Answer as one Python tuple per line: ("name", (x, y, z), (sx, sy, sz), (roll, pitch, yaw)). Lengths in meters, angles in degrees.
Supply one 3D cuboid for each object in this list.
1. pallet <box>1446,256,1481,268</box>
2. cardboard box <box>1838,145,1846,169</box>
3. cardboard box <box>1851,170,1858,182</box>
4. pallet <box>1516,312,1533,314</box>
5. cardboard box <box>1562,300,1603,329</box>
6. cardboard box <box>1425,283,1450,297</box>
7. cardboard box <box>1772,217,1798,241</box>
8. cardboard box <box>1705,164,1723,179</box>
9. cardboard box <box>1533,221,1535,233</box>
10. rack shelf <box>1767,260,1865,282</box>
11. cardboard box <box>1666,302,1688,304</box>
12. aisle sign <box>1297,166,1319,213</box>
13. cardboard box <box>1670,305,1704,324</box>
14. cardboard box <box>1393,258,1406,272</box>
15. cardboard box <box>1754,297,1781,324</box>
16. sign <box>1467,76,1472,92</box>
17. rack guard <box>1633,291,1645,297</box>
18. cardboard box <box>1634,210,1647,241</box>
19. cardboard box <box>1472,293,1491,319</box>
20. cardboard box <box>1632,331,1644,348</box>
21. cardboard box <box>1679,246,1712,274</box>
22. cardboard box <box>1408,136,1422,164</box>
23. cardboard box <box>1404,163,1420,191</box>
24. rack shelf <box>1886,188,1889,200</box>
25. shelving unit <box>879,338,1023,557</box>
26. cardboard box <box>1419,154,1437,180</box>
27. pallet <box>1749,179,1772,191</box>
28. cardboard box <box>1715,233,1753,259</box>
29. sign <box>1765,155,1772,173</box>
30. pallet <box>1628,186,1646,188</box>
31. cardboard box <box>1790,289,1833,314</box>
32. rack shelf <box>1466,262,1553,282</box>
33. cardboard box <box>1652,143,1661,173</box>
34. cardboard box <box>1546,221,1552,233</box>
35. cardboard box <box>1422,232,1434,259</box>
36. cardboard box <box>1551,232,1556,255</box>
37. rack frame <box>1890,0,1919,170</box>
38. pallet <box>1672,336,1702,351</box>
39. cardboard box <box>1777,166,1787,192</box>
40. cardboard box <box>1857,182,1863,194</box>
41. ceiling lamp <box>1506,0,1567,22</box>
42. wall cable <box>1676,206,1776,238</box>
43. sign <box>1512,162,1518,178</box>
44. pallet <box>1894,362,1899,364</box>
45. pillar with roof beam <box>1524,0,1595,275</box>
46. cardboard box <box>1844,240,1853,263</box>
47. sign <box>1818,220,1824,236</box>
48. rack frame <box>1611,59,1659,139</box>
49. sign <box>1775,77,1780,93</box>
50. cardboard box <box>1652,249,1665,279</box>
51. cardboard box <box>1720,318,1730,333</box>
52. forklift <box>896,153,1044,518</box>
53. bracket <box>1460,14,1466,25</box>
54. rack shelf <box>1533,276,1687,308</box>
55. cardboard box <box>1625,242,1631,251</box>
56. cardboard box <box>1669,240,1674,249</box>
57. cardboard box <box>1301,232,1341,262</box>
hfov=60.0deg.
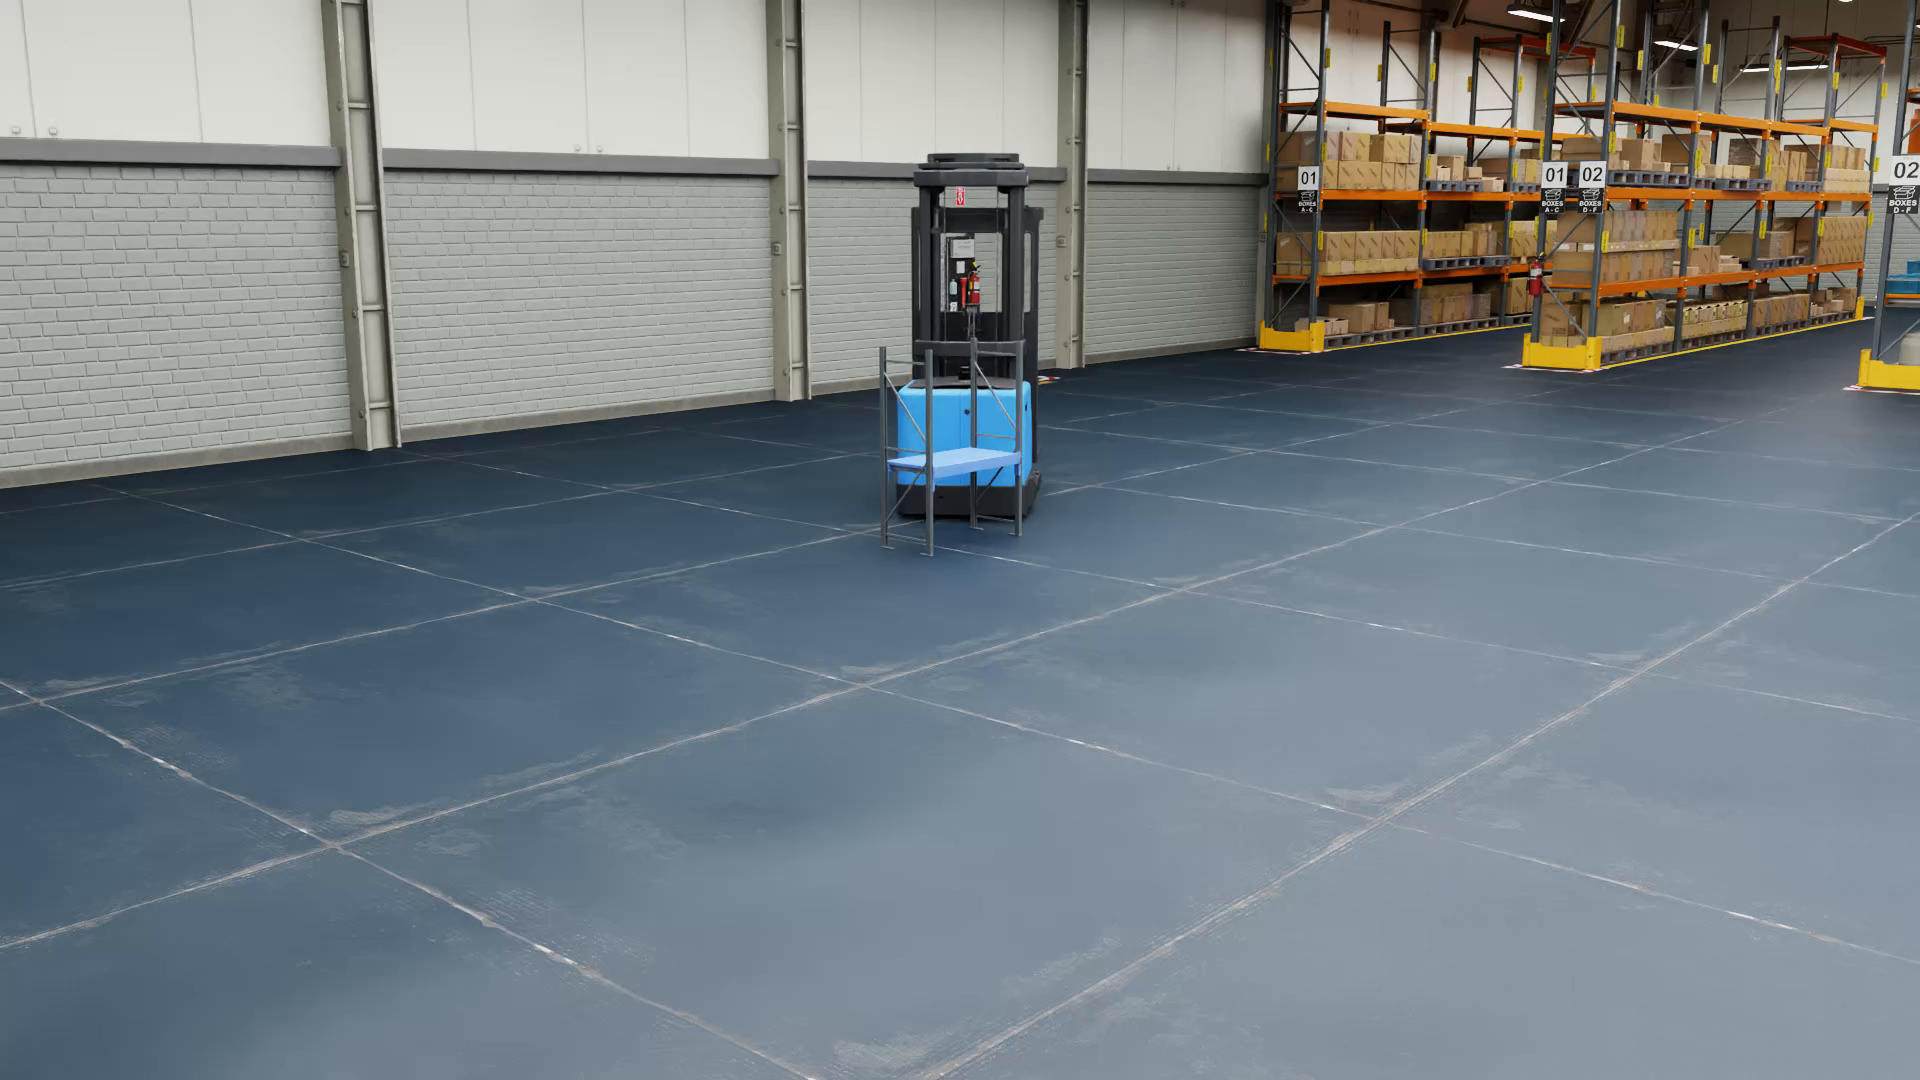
("pallet", (9.898, -5.673, 33.944), (1.003, 0.211, 1.213), (10, 15, 40))
("cardboard box", (18.593, -8.228, 35.782), (0.700, 0.500, 0.500), (10, 15, 40))
("cardboard box", (19.369, -7.988, 36.493), (0.500, 0.250, 0.500), (10, 15, 40))
("pallet", (12.557, -4.981, 37.109), (1.003, 0.211, 1.213), (10, 15, 40))
("cardboard box", (10.397, -3.738, 27.801), (0.500, 0.500, 0.500), (10, 15, 40))
("cardboard box", (9.636, -5.085, 33.857), (0.500, 0.250, 0.500), (9, 15, 39))
("cardboard box", (17.678, -6.659, 35.584), (0.500, 0.500, 0.500), (10, 15, 41))
("cardboard box", (13.566, -6.711, 30.308), (0.500, 0.250, 0.500), (8, 14, 36))
("cardboard box", (12.349, -6.822, 36.230), (0.500, 0.250, 0.500), (10, 15, 41))
("rack shelf", (18.859, -5.953, 36.696), (1.077, 0.370, 4.000), (10, 15, 40))
("cardboard box", (13.314, -4.288, 31.037), (0.500, 0.311, 0.500), (10, 15, 40))
("aisle sign", (6.071, -6.112, 29.015), (0.394, 0.787, 0.004), (10, 15, 40))
("cardboard box", (13.052, -4.069, 29.941), (0.500, 0.311, 0.500), (10, 15, 40))
("cardboard box", (8.114, -5.230, 31.569), (0.500, 0.250, 0.500), (10, 15, 41))
("cardboard box", (16.089, -4.594, 33.313), (0.500, 0.500, 0.500), (10, 15, 40))
("sign", (10.755, -9.612, 35.071), (0.100, 0.325, 0.005), (10, 15, 40))
("rack guard", (16.471, -6.018, 41.565), (1.175, 0.500, 0.348), (10, 15, 40))
("cardboard box", (10.976, -5.232, 27.682), (0.700, 0.500, 0.500), (10, 15, 40))
("cardboard box", (10.738, -4.940, 35.047), (0.700, 0.500, 0.500), (10, 15, 41))
("cardboard box", (11.130, -3.374, 27.896), (0.500, 0.250, 0.500), (10, 15, 40))
("cardboard box", (13.455, -5.146, 30.561), (0.500, 0.500, 0.500), (10, 15, 40))
("cardboard box", (8.407, -7.386, 31.515), (0.500, 0.500, 0.500), (8, 14, 36))
("cardboard box", (8.385, -6.898, 31.624), (0.500, 0.500, 0.500), (10, 15, 42))
("rack shelf", (14.656, -5.018, 24.353), (1.077, 0.370, 4.000), (10, 15, 40))
("shelving unit", (-0.056, -0.723, 12.501), (0.538, 1.500, 1.048), (10, 15, 40))
("cardboard box", (8.955, -7.271, 32.469), (0.500, 0.500, 0.500), (-9, 15, -39))
("pallet", (14.517, -6.690, 31.373), (1.213, 0.211, 1.003), (11, 16, 43))
("cardboard box", (15.229, -5.785, 32.692), (0.700, 0.500, 0.500), (4, 12, 21))
("sign", (15.309, -7.114, 31.488), (0.100, 0.325, 0.005), (10, 15, 40))
("pallet", (15.973, -8.557, 40.464), (1.003, 0.211, 1.213), (10, 15, 40))
("cardboard box", (18.775, -5.280, 36.741), (0.797, 0.503, 0.637), (10, 15, 40))
("rack shelf", (12.495, -6.005, 36.953), (1.077, 0.370, 4.000), (10, 15, 40))
("cardboard box", (11.727, -6.589, 28.700), (0.500, 0.500, 0.500), (-11, 15, -43))
("cardboard box", (12.681, -6.898, 36.610), (0.500, 0.250, 0.500), (9, 15, 39))
("cardboard box", (8.896, -5.810, 32.763), (0.700, 0.500, 0.500), (10, 15, 41))
("cardboard box", (13.032, -6.607, 37.065), (0.500, 0.500, 0.500), (10, 15, 40))
("rack frame", (13.335, -6.547, 22.516), (1.000, 3.000, 0.127), (10, 15, 40))
("pallet", (12.715, -3.581, 30.100), (1.003, 0.211, 1.213), (10, 15, 40))
("cardboard box", (15.841, -7.163, 33.004), (0.910, 0.500, 0.500), (10, 15, 40))
("cardboard box", (19.699, -7.816, 36.909), (0.500, 0.250, 0.500), (10, 15, 40))
("ceiling lamp", (10.553, -10.896, 29.388), (0.800, 3.185, 2.000), (10, 15, 40))
("wall cable", (20.457, -9.445, 44.954), (3.097, 2.526, 0.112), (10, 15, 40))
("sign", (11.581, -7.717, 34.712), (0.100, 0.325, 0.005), (10, 15, 40))
("pallet", (14.696, -2.553, 24.952), (1.003, 0.211, 1.213), (10, 15, 40))
("pillar with roof beam", (16.861, -9.252, 36.057), (9.100, 9.000, 0.548), (10, 15, 40))
("cardboard box", (19.414, -6.399, 36.834), (0.500, 0.500, 0.500), (10, 15, 41))
("sign", (17.958, -6.508, 34.682), (0.100, 0.325, 0.005), (10, 15, 40))
("rack frame", (16.455, -10.182, 40.715), (1.000, 3.000, 0.127), (10, 15, 40))
("sign", (17.143, -9.523, 34.830), (0.100, 0.325, 0.005), (10, 15, 40))
("cardboard box", (11.626, -4.739, 28.526), (0.700, 0.500, 0.500), (10, 15, 40))
("cardboard box", (14.062, -4.022, 31.138), (0.500, 0.250, 0.500), (10, 15, 42))
("forklift", (0.155, -1.860, 14.541), (1.130, 2.935, 3.031), (1, 11, 6))
("bracket", (10.207, -10.706, 34.148), (0.235, 0.232, 0.430), (10, 15, 40))
("rack shelf", (10.937, -4.188, 27.856), (1.077, 0.370, 4.000), (10, 15, 40))
("cardboard box", (10.718, -4.795, 27.150), (0.380, 0.149, 0.250), (9, 14, 38))
("cardboard box", (12.074, -5.098, 28.666), (0.380, 0.149, 0.250), (9, 15, 39))
("cardboard box", (6.434, -5.222, 29.613), (0.500, 0.500, 0.500), (10, 15, 40))
